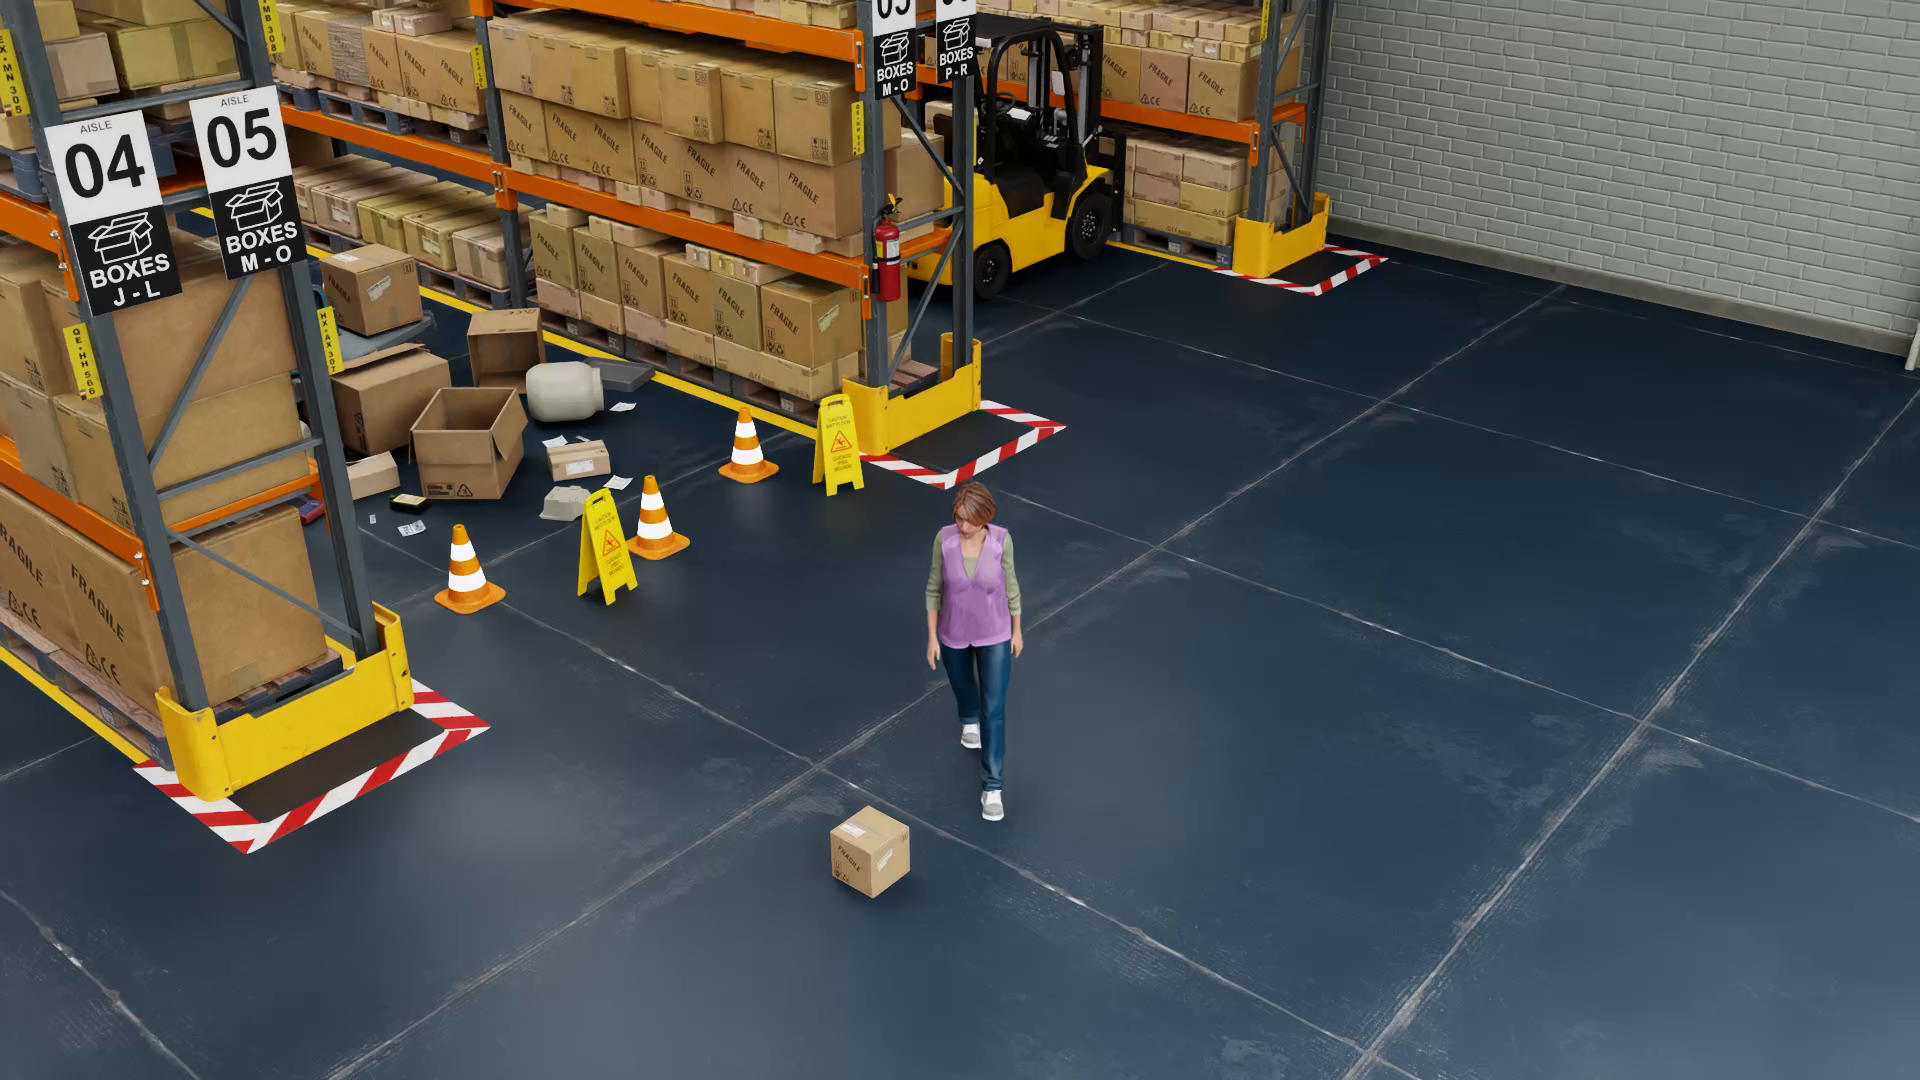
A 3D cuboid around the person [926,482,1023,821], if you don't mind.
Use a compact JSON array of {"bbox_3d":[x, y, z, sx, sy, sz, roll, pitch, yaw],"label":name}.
[{"bbox_3d":[0.058,0.456,7.754,0.450,1.551,0.847,4,28,8],"label":"person"}]
